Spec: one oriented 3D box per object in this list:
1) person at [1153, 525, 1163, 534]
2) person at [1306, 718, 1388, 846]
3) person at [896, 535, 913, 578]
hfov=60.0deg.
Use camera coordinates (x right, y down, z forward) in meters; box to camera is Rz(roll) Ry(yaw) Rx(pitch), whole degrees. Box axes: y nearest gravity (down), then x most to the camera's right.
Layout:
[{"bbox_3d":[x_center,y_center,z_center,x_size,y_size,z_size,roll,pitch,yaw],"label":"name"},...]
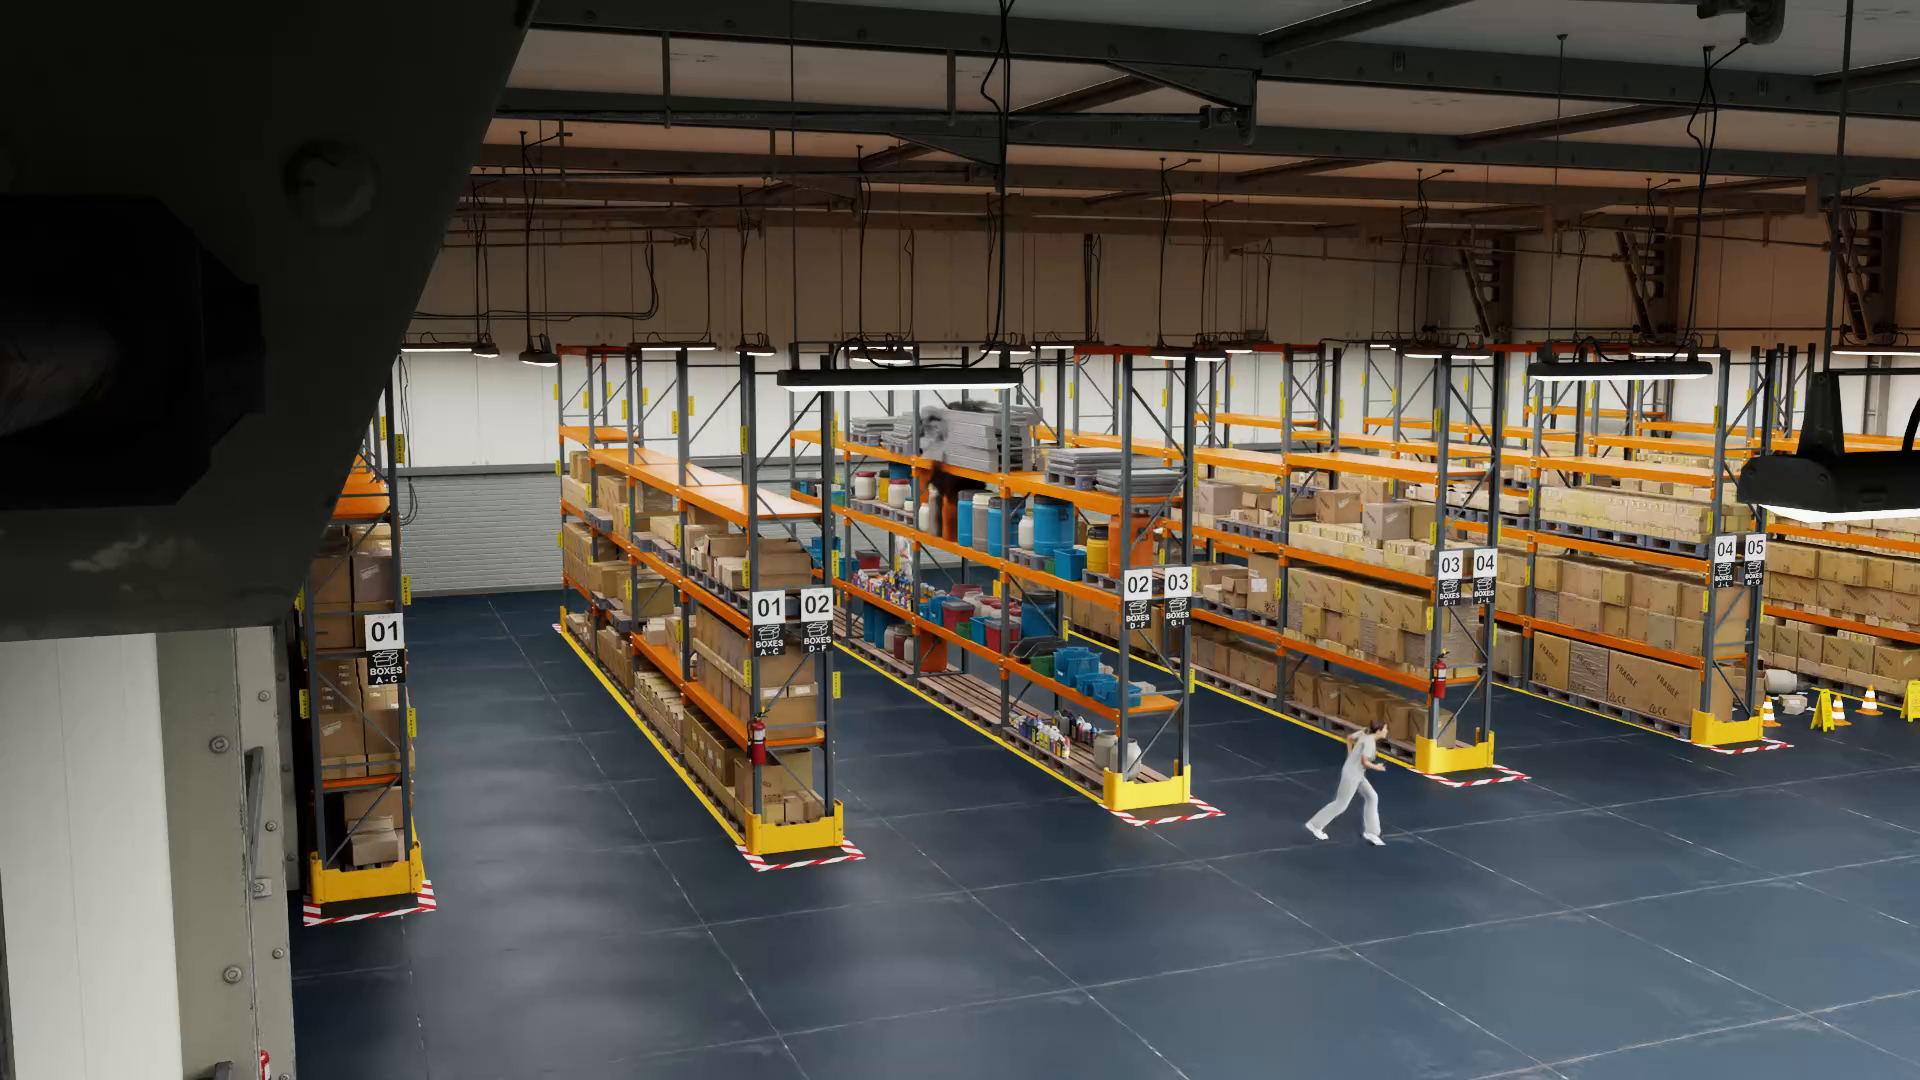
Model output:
[{"bbox_3d":[4.624,0.264,40.991,0.821,1.733,0.788,-5,9,-32],"label":"person"},{"bbox_3d":[4.777,2.974,20.464,0.939,1.626,0.605,0,7,4],"label":"person"},{"bbox_3d":[-1.392,0.518,38.981,0.637,1.742,0.702,-1,7,-10],"label":"person"}]
